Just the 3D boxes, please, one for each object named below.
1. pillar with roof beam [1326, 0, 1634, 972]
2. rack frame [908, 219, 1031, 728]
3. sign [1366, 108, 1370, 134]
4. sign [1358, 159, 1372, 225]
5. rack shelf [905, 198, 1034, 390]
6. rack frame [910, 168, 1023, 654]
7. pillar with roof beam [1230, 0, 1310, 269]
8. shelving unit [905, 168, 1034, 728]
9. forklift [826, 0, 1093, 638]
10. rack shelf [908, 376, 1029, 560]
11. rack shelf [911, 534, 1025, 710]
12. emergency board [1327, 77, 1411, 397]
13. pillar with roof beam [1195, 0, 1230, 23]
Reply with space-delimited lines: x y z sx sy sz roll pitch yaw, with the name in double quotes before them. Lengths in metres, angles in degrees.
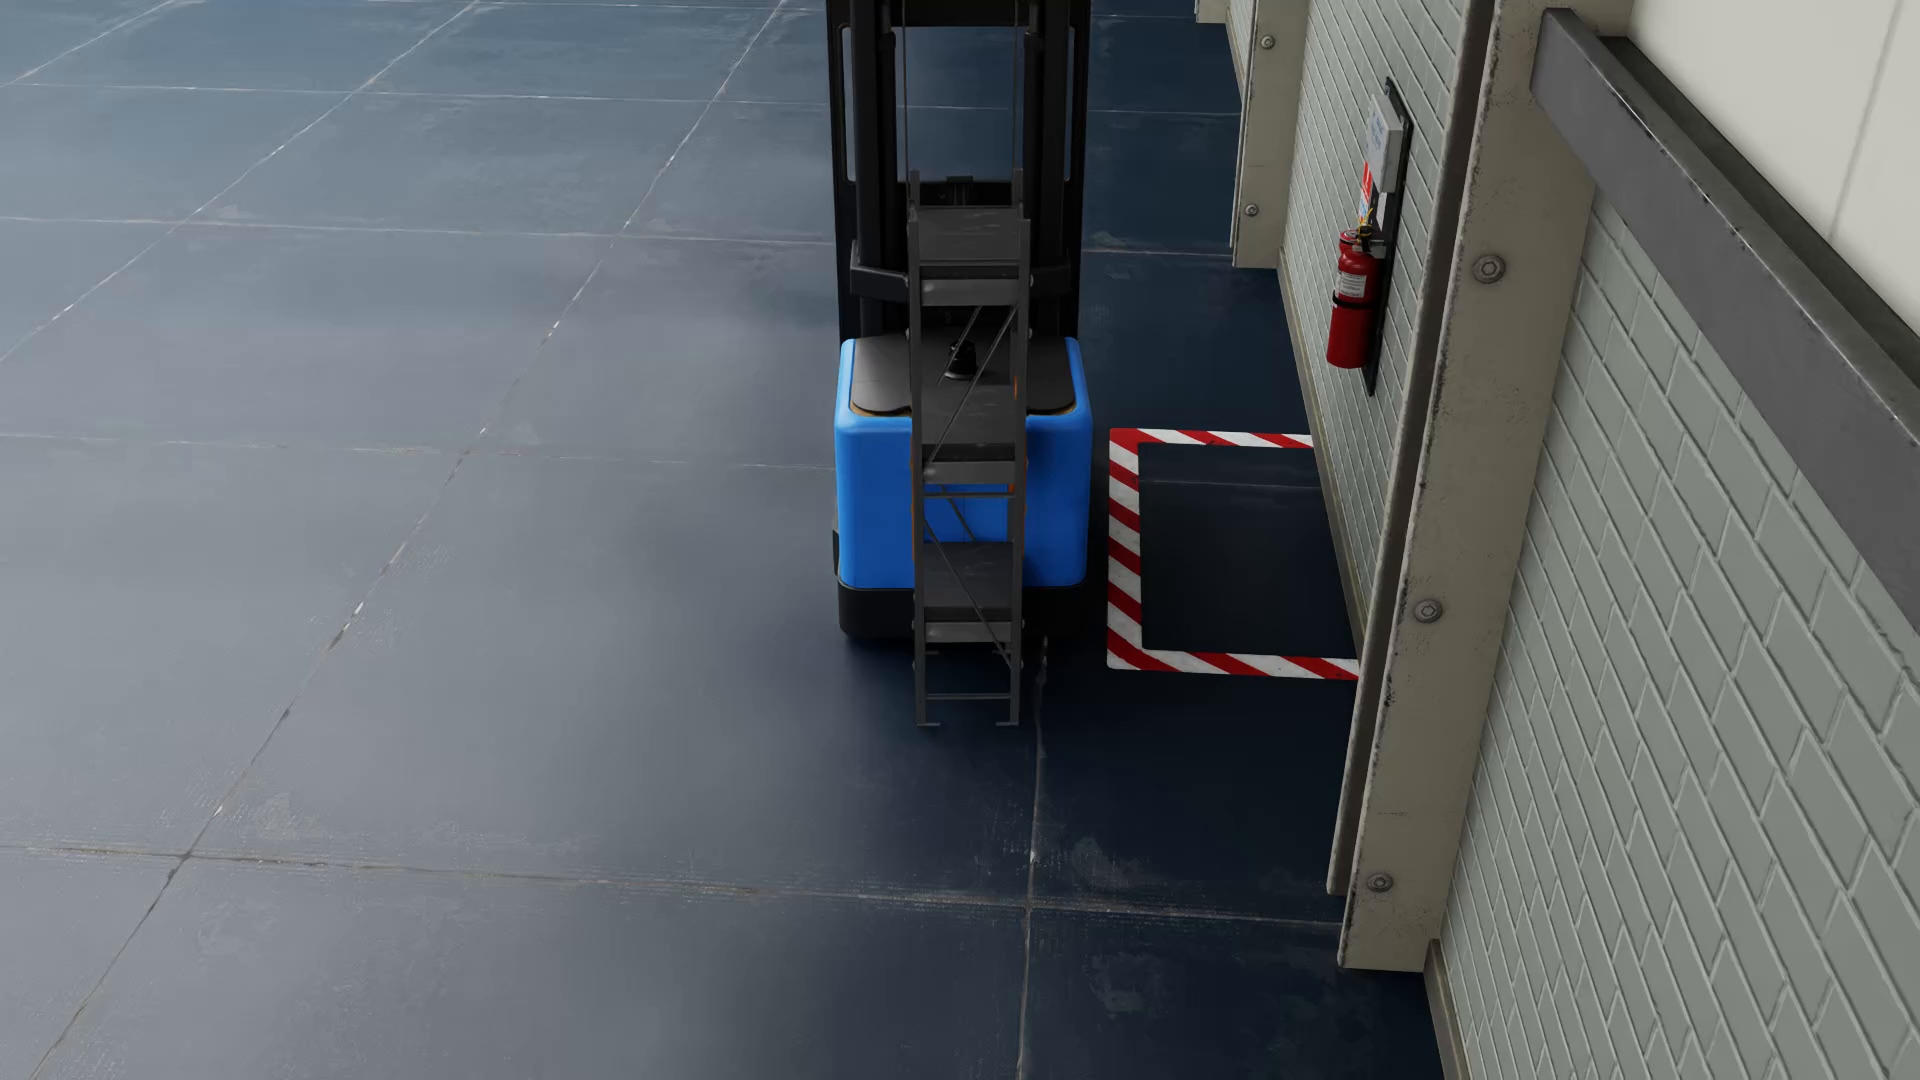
"pillar with roof beam" -2.874 -2.707 3.566 9.100 9.000 0.400 2 32 4
"rack frame" 0.031 -0.157 6.003 0.400 2.100 0.015 0 32 -1
"sign" 1.795 -1.783 7.246 0.001 0.109 0.331 2 32 4
"sign" 1.804 -1.560 7.388 0.001 0.329 0.234 2 32 4
"rack shelf" 0.027 -0.868 5.845 0.431 0.518 0.480 0 32 -1
"rack frame" 0.023 -0.416 6.416 0.400 2.100 0.015 0 32 -1
"pillar with roof beam" -2.385 -5.845 8.656 9.100 9.000 0.400 2 32 4
"shelving unit" 0.027 -0.286 6.210 0.431 2.100 0.503 0 32 -1
"forklift" -0.012 -1.575 7.512 1.130 2.935 3.031 -1 32 -1
"rack shelf" 0.027 -0.275 6.217 0.431 0.518 0.480 0 32 -1
"rack shelf" 0.027 0.318 6.588 0.431 0.518 0.480 0 32 -1
"emergency board" 1.656 -1.260 6.935 0.194 1.169 0.643 2 32 4
"pillar with roof beam" -1.897 -8.982 13.747 9.100 9.000 0.400 2 32 4
